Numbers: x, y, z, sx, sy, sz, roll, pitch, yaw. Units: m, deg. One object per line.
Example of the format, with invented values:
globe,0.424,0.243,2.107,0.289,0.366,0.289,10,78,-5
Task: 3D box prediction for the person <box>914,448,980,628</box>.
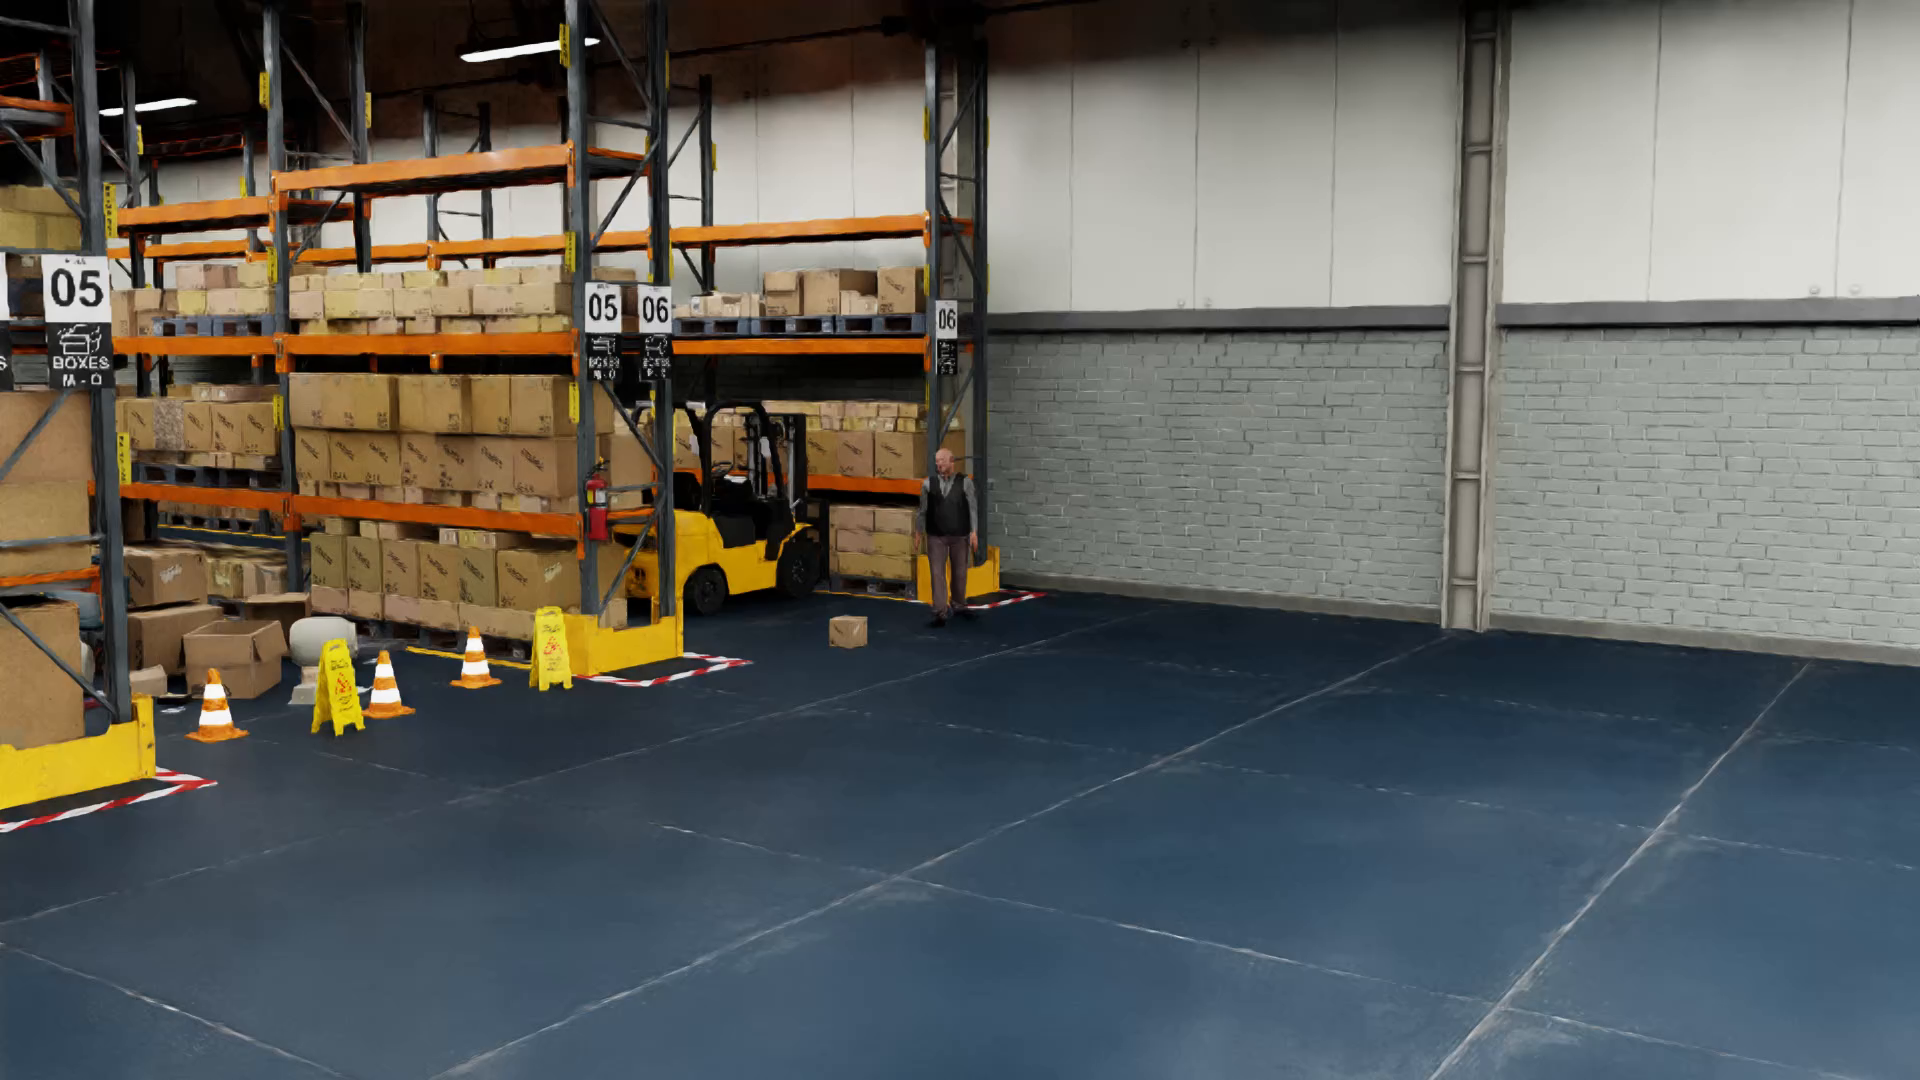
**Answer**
person,-0.130,-0.033,16.188,0.649,1.720,0.619,0,6,1
